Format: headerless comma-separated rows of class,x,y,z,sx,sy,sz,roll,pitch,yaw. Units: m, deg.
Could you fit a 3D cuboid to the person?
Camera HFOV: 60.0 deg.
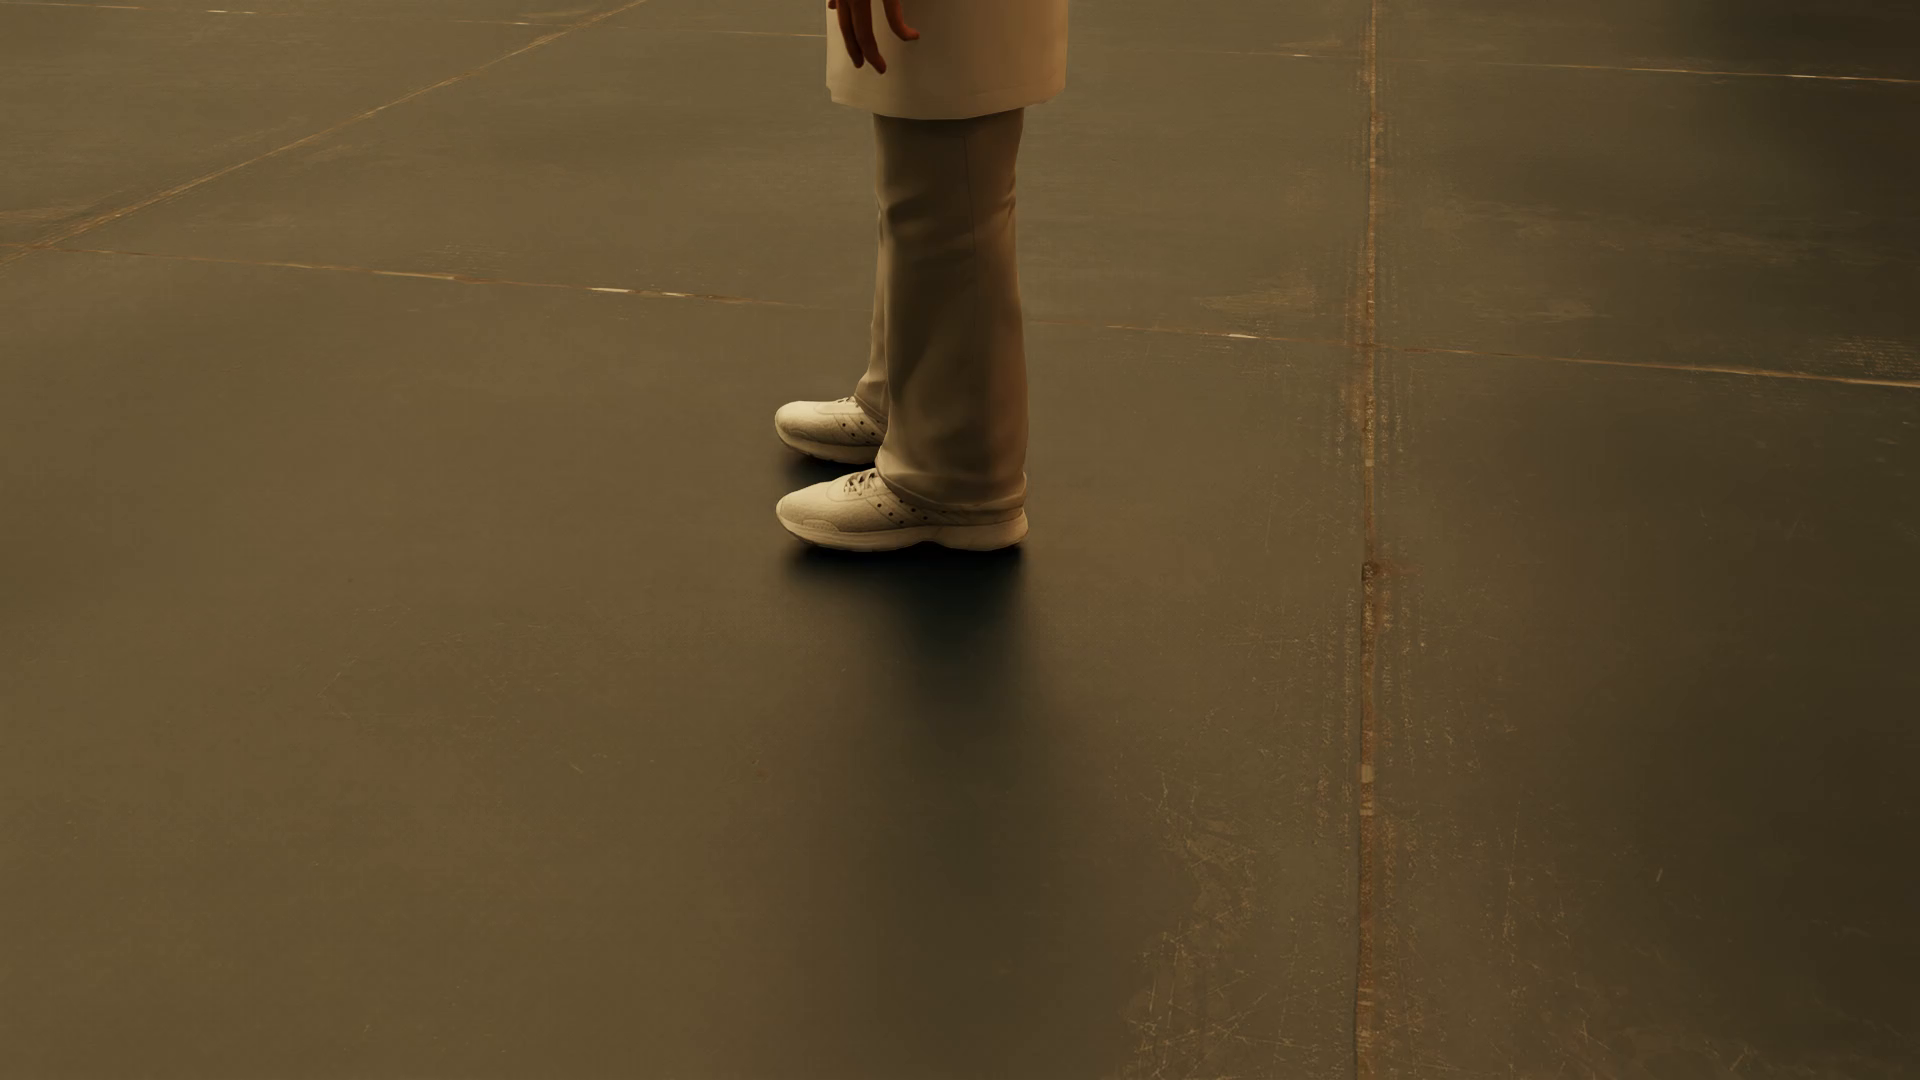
person,-0.088,-0.811,2.118,0.580,1.776,0.698,6,27,11
